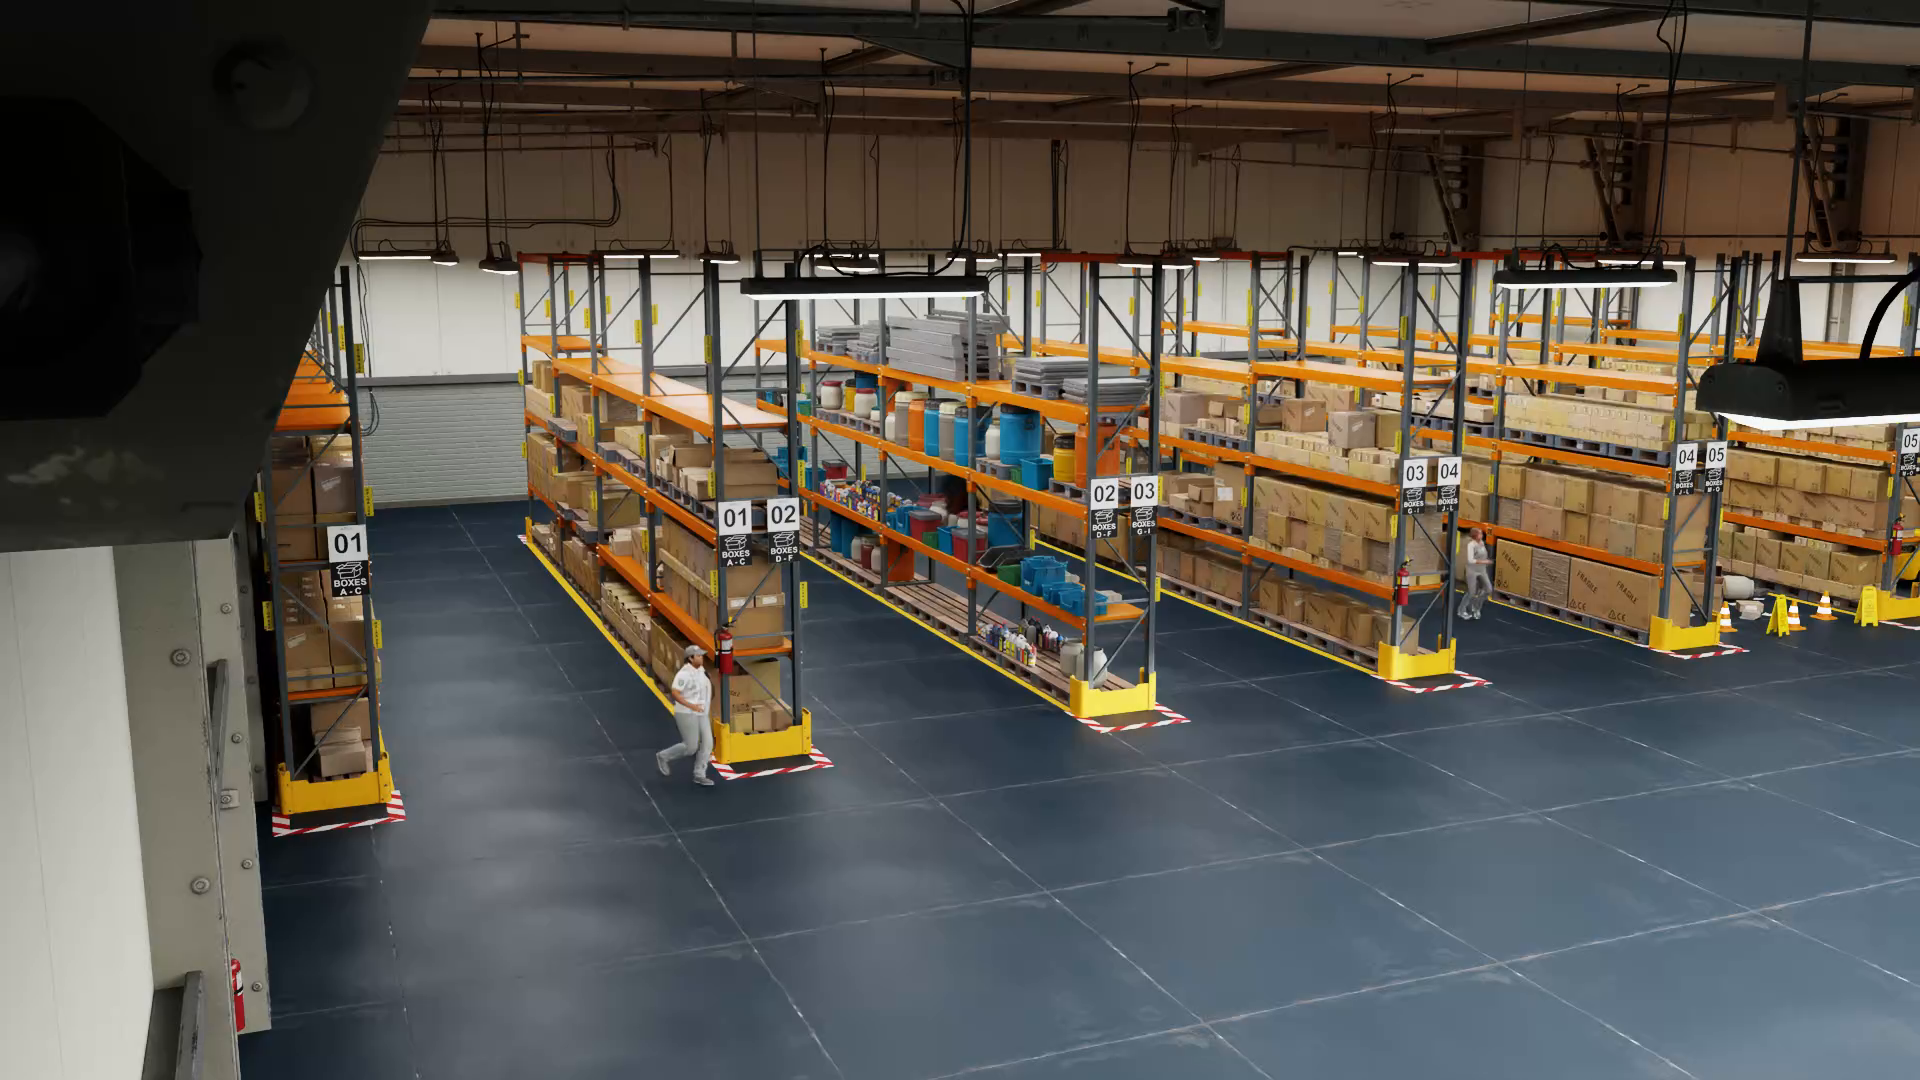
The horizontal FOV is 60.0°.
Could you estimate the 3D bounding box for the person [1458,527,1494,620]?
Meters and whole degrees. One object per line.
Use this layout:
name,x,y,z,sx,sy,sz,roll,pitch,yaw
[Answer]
person,8.557,0.561,27.512,0.510,1.578,0.644,-7,12,-33

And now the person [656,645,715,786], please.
person,-3.150,2.028,19.506,0.734,1.620,0.654,4,11,23

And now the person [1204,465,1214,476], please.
person,6.258,-1.973,41.256,0.927,1.669,0.606,8,13,37
